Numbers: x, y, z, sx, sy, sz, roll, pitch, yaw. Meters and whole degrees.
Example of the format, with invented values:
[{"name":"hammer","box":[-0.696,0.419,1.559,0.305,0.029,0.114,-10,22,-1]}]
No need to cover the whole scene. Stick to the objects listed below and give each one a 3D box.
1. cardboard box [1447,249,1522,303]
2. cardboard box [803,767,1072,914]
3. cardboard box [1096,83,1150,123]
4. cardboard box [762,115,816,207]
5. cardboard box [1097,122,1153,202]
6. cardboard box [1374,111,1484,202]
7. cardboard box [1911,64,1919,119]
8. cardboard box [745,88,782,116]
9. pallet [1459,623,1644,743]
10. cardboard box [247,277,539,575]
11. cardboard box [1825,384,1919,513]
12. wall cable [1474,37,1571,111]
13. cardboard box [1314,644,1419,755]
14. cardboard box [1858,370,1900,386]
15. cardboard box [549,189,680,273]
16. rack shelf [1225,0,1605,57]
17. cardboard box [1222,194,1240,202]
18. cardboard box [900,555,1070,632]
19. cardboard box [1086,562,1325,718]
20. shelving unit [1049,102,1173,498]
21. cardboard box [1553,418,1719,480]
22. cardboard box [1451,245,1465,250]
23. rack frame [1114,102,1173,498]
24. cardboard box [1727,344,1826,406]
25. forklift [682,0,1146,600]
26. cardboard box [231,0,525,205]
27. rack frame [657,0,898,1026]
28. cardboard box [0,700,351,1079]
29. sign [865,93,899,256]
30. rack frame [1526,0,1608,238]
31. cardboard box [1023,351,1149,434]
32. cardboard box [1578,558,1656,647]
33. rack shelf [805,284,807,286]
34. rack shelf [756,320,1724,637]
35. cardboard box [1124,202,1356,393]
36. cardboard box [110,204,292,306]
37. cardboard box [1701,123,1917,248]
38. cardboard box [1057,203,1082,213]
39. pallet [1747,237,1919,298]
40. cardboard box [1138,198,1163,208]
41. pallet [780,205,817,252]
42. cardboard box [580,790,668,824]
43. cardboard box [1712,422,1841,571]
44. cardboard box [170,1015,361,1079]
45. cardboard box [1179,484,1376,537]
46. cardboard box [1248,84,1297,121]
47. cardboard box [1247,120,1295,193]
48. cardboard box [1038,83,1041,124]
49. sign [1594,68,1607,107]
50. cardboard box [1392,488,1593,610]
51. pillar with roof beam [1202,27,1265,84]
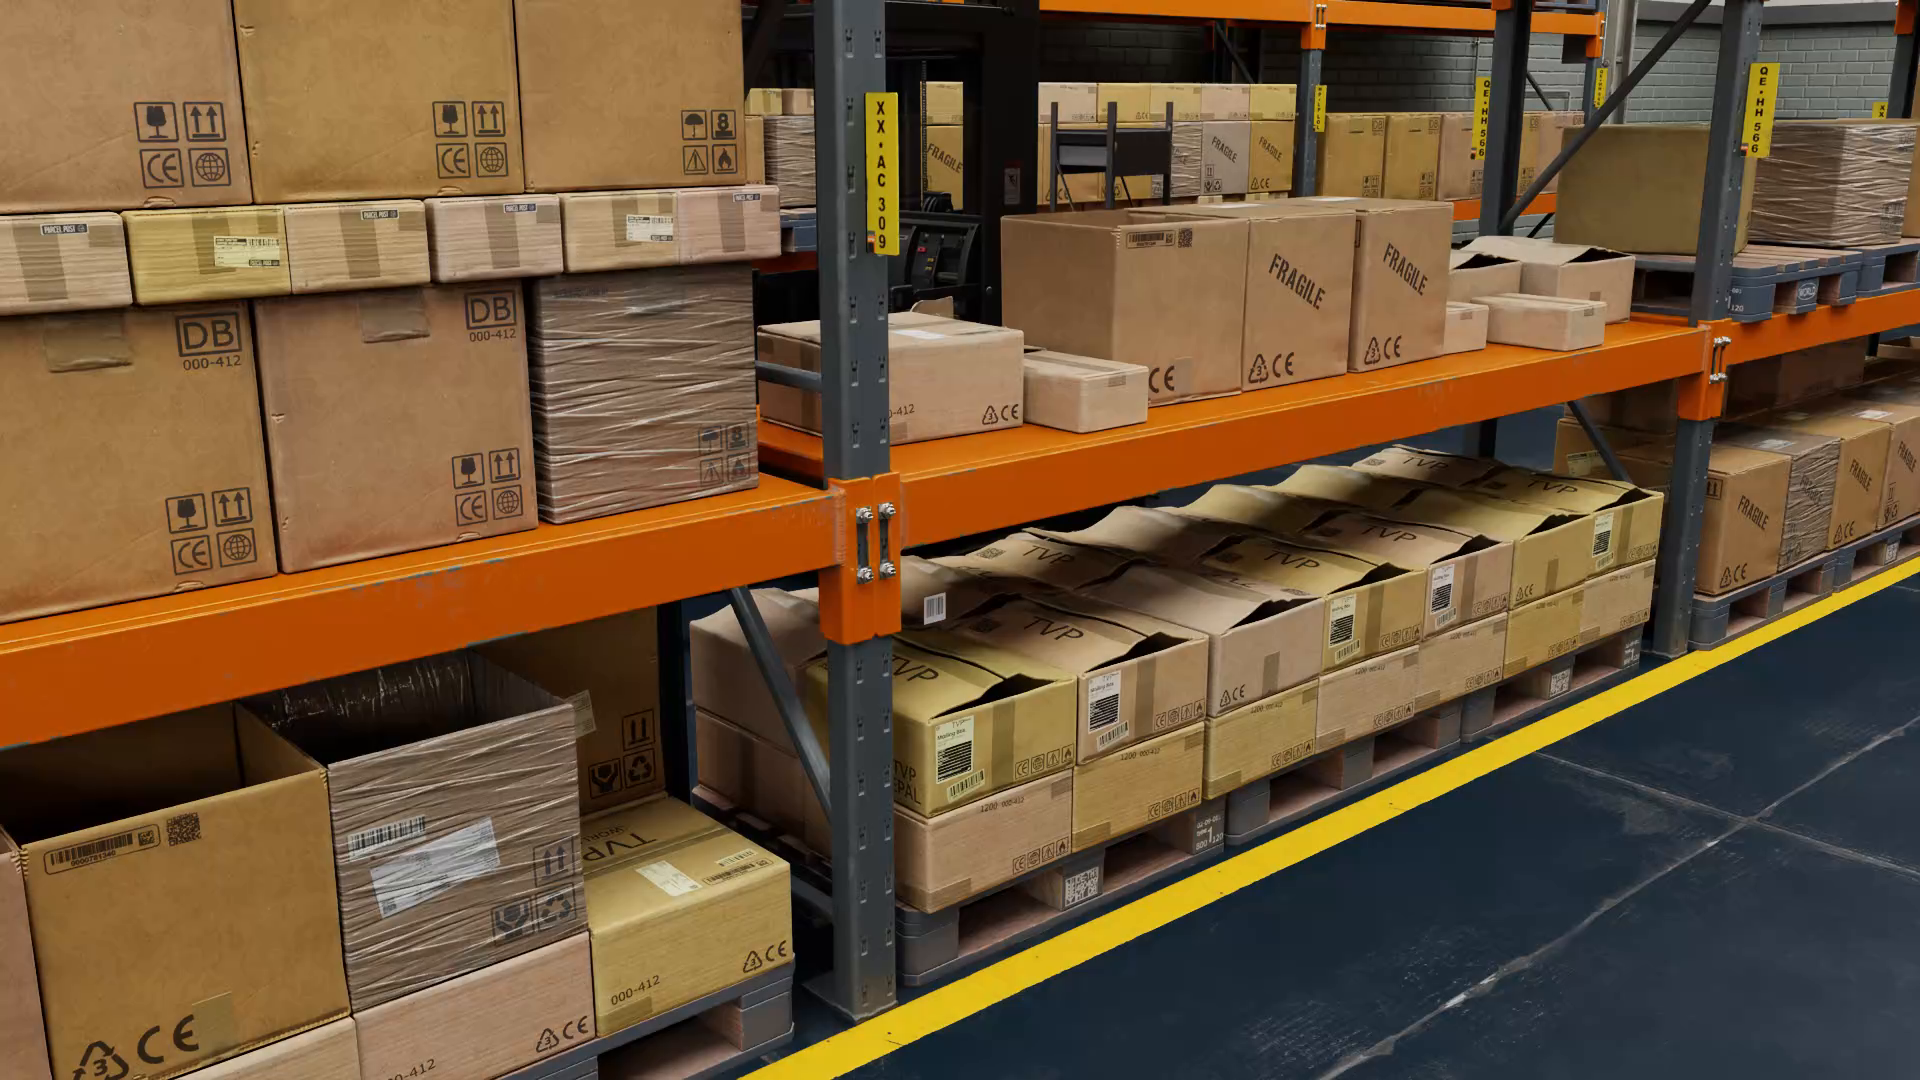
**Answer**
[{"name":"cardboard box","box":[1.690,-0.927,6.080,0.500,0.311,0.500,-13,20,-40]},{"name":"cardboard box","box":[-0.059,0.699,4.334,0.500,0.250,0.500,-13,20,-41]},{"name":"cardboard box","box":[0.910,-2.903,11.042,0.500,0.250,0.500,-13,20,-40]},{"name":"cardboard box","box":[-1.111,-2.227,9.728,0.700,0.500,0.500,13,20,40]},{"name":"cardboard box","box":[0.936,-2.542,11.146,0.500,0.500,0.500,-12,19,-38]},{"name":"cardboard box","box":[3.771,-3.207,13.861,0.700,0.700,0.980,-14,20,-42]},{"name":"cardboard box","box":[5.721,-2.429,9.399,0.500,0.500,0.500,-13,19,-39]},{"name":"cardboard box","box":[-1.236,-2.500,9.494,0.380,0.149,0.250,12,19,38]},{"name":"pallet","box":[1.845,0.395,6.361,1.213,0.211,1.003,-13,19,-39]},{"name":"cardboard box","box":[-1.250,-0.287,3.320,0.500,0.500,0.700,-13,20,-40]},{"name":"cardboard box","box":[4.568,-0.460,8.150,0.500,0.500,0.500,-12,19,-39]},{"name":"wall cable","box":[5.617,-4.295,16.547,1.851,1.984,0.084,-13,19,-39]},{"name":"cardboard box","box":[1.101,0.439,5.309,0.500,0.250,0.500,-12,19,-38]},{"name":"cardboard box","box":[4.589,-0.639,8.822,0.500,0.500,0.500,-12,19,-39]},{"name":"cardboard box","box":[-0.778,-0.639,3.377,0.250,0.149,0.380,-13,20,-41]},{"name":"rack shelf","box":[3.764,-4.166,13.614,4.000,0.370,1.077,-13,19,-39]},{"name":"cardboard box","box":[1.786,-2.419,11.940,0.250,0.149,0.380,-12,19,-38]},{"name":"cardboard box","box":[-0.020,0.235,4.987,0.500,0.311,0.500,-12,19,-38]},{"name":"cardboard box","box":[0.720,0.255,4.910,0.500,0.311,0.500,-14,20,-41]},{"name":"shelving unit","box":[0.782,-1.233,8.795,0.431,2.100,0.503,14,20,41]},{"name":"cardboard box","box":[3.043,-0.293,7.525,0.500,0.500,0.500,-12,19,-37]},{"name":"cardboard box","box":[4.202,-2.505,14.589,0.250,0.149,0.380,-12,19,-39]},{"name":"rack frame","box":[0.949,-1.278,8.968,0.400,2.100,0.015,14,20,41]},{"name":"cardboard box","box":[3.852,-0.840,8.119,0.500,0.250,0.500,-13,20,-40]},{"name":"forklift","box":[-0.426,-1.299,7.432,1.130,2.935,3.031,14,20,41]},{"name":"cardboard box","box":[-1.237,-0.919,3.170,0.500,0.500,0.700,-13,20,-39]},{"name":"rack frame","box":[-0.526,-0.406,3.958,0.127,3.000,1.000,-13,19,-39]},{"name":"cardboard box","box":[-1.492,0.646,3.080,0.500,0.500,0.500,-13,19,-39]},{"name":"sign","box":[-0.160,-0.755,3.432,0.005,0.325,0.100,-13,19,-39]},{"name":"rack frame","box":[5.272,-3.403,15.176,0.127,3.000,1.000,-13,19,-39]},{"name":"cardboard box","box":[0.277,-0.395,4.403,0.250,0.149,0.380,-13,19,-39]},{"name":"cardboard box","box":[2.255,0.178,6.284,0.500,0.250,0.500,-12,19,-38]},{"name":"rack shelf","box":[0.746,-2.039,11.464,4.000,0.370,1.077,-13,19,-39]},{"name":"rack shelf","box":[0.983,-0.397,5.319,4.000,0.370,1.077,-13,19,-39]},{"name":"cardboard box","box":[0.840,-0.755,5.072,0.500,0.500,0.500,-13,19,-39]},{"name":"cardboard box","box":[-1.359,-0.508,2.889,0.250,0.149,0.380,-13,20,-40]},{"name":"cardboard box","box":[3.708,-1.581,7.350,0.500,0.500,0.700,-9,17,-29]},{"name":"cardboard box","box":[0.590,-2.170,11.009,0.250,0.149,0.380,-12,19,-39]},{"name":"pallet","box":[3.956,-1.321,7.756,1.213,0.211,1.003,-13,19,-39]},{"name":"cardboard box","box":[1.198,-2.294,11.475,0.250,0.149,0.380,-13,20,-41]},{"name":"pallet","box":[-1.230,-1.813,9.598,1.003,0.211,1.213,-13,19,-39]},{"name":"cardboard box","box":[-1.075,0.739,4.185,0.500,0.250,0.500,-13,19,-39]},{"name":"cardboard box","box":[3.414,-0.200,7.177,0.500,0.500,0.500,-14,20,-41]},{"name":"cardboard box","box":[-1.483,1.011,3.167,0.500,0.250,0.500,-13,19,-39]},{"name":"cardboard box","box":[1.127,-0.021,5.944,0.500,0.311,0.500,-13,20,-41]},{"name":"cardboard box","box":[2.070,-3.160,12.006,0.500,0.250,0.500,-12,19,-38]},{"name":"cardboard box","box":[2.072,-2.800,12.109,0.500,0.500,0.500,-13,20,-40]},{"name":"cardboard box","box":[0.154,-2.729,10.394,0.500,0.250,0.500,-13,20,-40]},{"name":"sign","box":[5.618,-3.969,14.592,0.005,0.325,0.100,-13,19,-39]},{"name":"cardboard box","box":[1.871,-0.003,5.877,0.500,0.311,0.500,-13,20,-40]},{"name":"pillar with roof beam","box":[5.041,-5.072,9.802,0.400,9.000,9.100,-13,19,-39]}]
